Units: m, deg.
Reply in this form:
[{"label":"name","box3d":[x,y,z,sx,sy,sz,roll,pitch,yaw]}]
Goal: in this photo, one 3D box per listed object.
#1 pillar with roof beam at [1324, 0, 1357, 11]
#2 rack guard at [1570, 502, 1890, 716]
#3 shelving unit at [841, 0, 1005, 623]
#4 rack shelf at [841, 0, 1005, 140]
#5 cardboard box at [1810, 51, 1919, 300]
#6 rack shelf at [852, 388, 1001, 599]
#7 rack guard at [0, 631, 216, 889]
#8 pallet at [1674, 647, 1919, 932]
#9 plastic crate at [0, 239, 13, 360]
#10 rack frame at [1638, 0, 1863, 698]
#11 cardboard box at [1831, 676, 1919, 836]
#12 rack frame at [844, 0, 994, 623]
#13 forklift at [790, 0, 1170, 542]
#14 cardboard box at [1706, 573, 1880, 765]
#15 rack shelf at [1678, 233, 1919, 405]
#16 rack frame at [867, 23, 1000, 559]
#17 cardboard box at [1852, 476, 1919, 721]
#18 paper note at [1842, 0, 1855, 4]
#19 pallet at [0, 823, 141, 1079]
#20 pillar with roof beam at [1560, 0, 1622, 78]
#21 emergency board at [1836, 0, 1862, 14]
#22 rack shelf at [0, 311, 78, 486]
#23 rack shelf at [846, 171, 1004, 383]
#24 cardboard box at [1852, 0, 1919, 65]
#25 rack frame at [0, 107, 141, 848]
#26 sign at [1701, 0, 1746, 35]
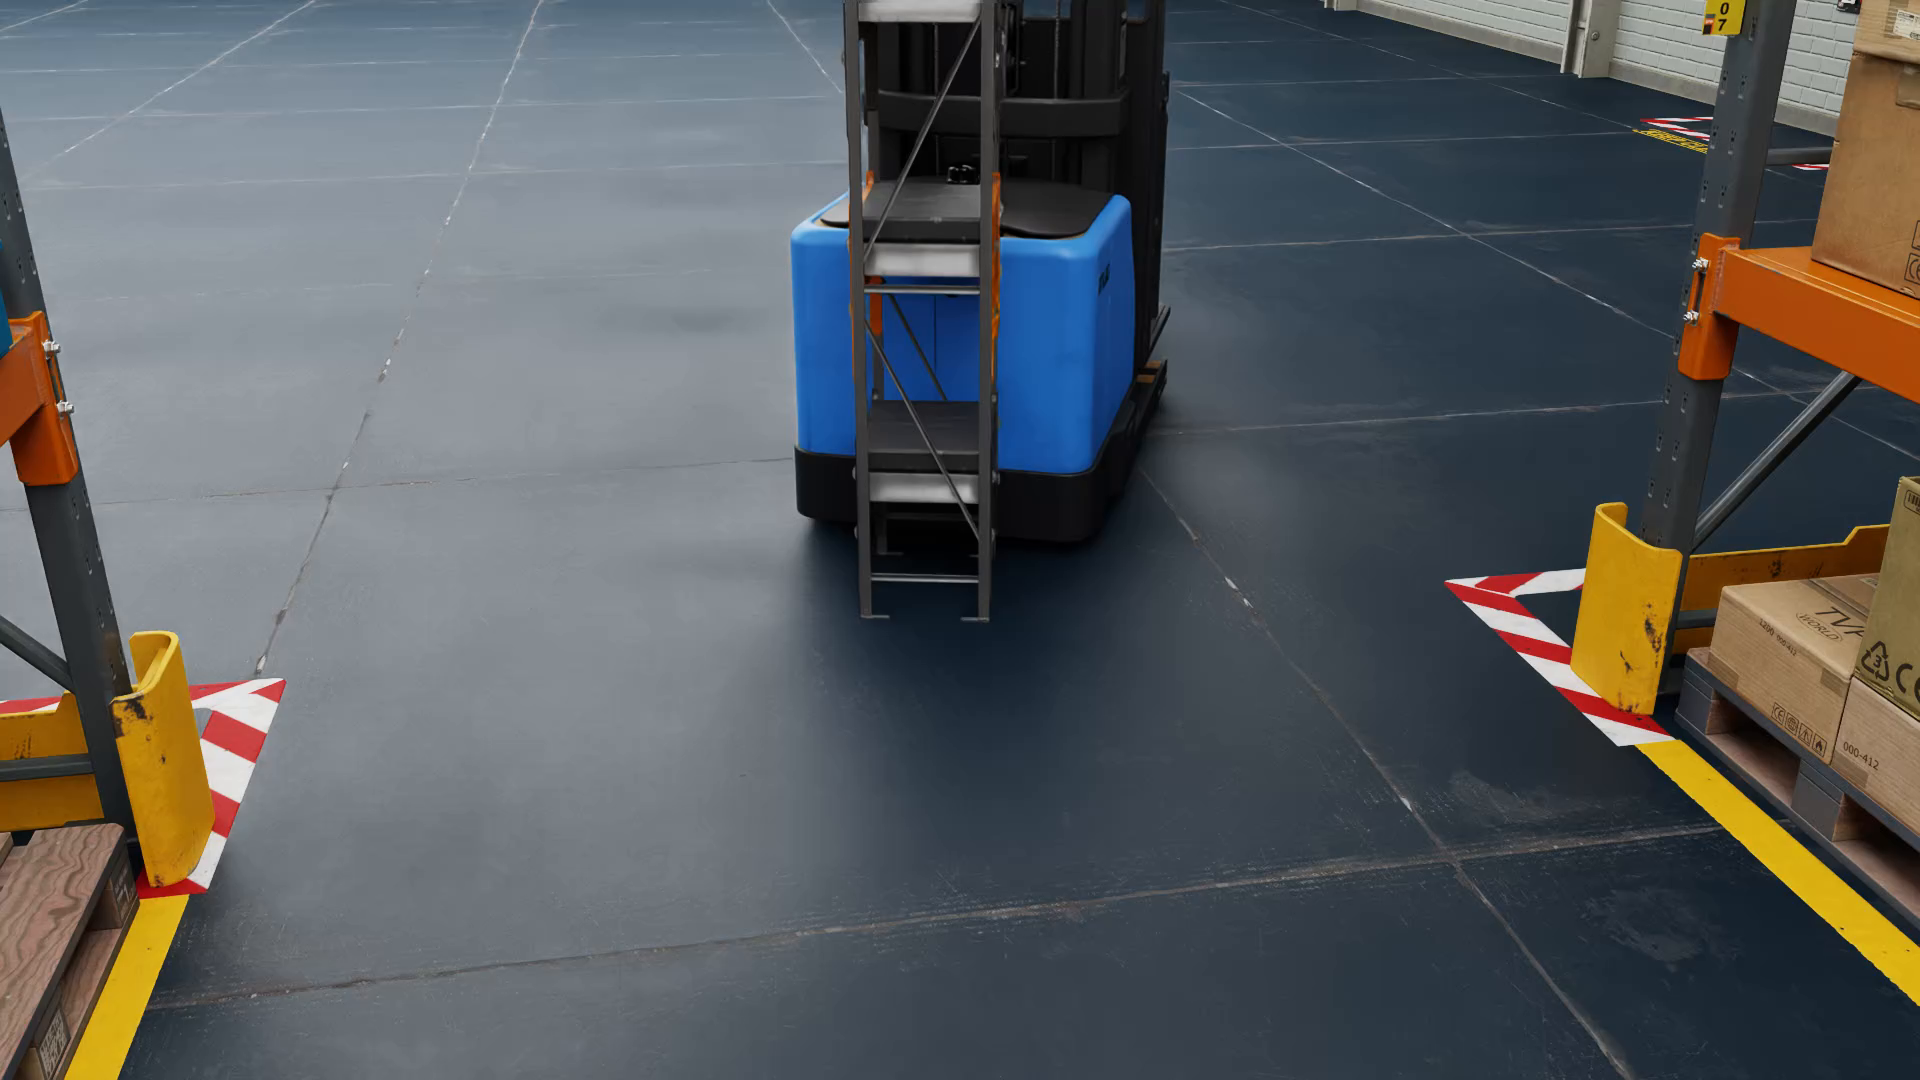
[{"label":"pillar with roof beam","box3d":[0.682,-10.650,18.892,9.100,9.000,0.400,-4,24,-10]},{"label":"rack guard","box3d":[2.389,0.153,4.775,1.175,0.500,0.348,-4,24,-10]},{"label":"shelving unit","box3d":[-0.095,-0.809,4.979,0.431,2.100,0.503,1,24,3]},{"label":"rack shelf","box3d":[-0.095,-1.438,4.704,0.431,0.518,0.480,1,24,3]},{"label":"cardboard box","box3d":[2.468,-0.844,3.810,0.700,0.500,0.500,-4,24,-10]},{"label":"rack shelf","box3d":[-0.095,-0.155,5.265,0.431,0.518,0.480,1,24,3]},{"label":"rack guard","box3d":[-2.415,0.554,3.856,1.175,0.500,0.348,-4,24,-10]},{"label":"pallet","box3d":[2.576,0.593,4.129,1.003,0.211,1.213,-4,24,-10]},{"label":"plastic crate","box3d":[-2.088,-0.375,3.046,0.499,0.251,0.616,-4,24,-10]},{"label":"rack frame","box3d":[2.394,-0.983,4.253,1.000,3.000,0.127,-4,24,-10]},{"label":"cardboard box","box3d":[2.370,0.509,3.749,0.500,0.250,0.500,-4,24,-10]},{"label":"rack frame","box3d":[-0.109,-0.712,4.756,0.400,2.100,0.015,1,24,3]},{"label":"forklift","box3d":[0.272,-1.899,6.436,1.130,2.935,3.031,5,24,12]},{"label":"cardboard box","box3d":[2.274,0.312,4.198,0.500,0.250,0.500,-4,24,-10]},{"label":"rack shelf","box3d":[2.764,0.134,2.595,1.077,0.370,4.000,-4,24,-10]},{"label":"rack frame","box3d":[-0.080,-0.907,5.202,0.400,2.100,0.015,1,24,3]},{"label":"cardboard box","box3d":[2.369,0.165,3.598,0.500,0.500,0.500,-4,24,-10]},{"label":"paper note","box3d":[6.747,-4.146,12.595,0.016,0.148,0.142,-4,24,-10]},{"label":"pallet","box3d":[-2.270,1.007,3.182,1.003,0.211,1.213,-4,24,-10]},{"label":"pillar with roof beam","box3d":[1.791,-8.290,13.489,9.100,9.000,0.400,-4,24,-10]},{"label":"emergency board","box3d":[6.712,-4.474,12.247,0.194,1.169,0.643,-4,24,-10]},{"label":"rack shelf","box3d":[-2.105,0.499,1.759,1.077,0.370,4.000,-4,24,-10]},{"label":"rack shelf","box3d":[-0.095,-0.797,4.984,0.431,0.518,0.480,1,24,3]},{"label":"cardboard box","box3d":[2.255,-1.156,3.713,0.380,0.149,0.250,-4,24,-10]},{"label":"rack frame","box3d":[-2.475,-0.618,3.417,1.000,3.000,0.127,-4,24,-10]},{"label":"sign","box3d":[1.847,-1.377,3.975,0.100,0.325,0.005,-4,24,-10]}]
